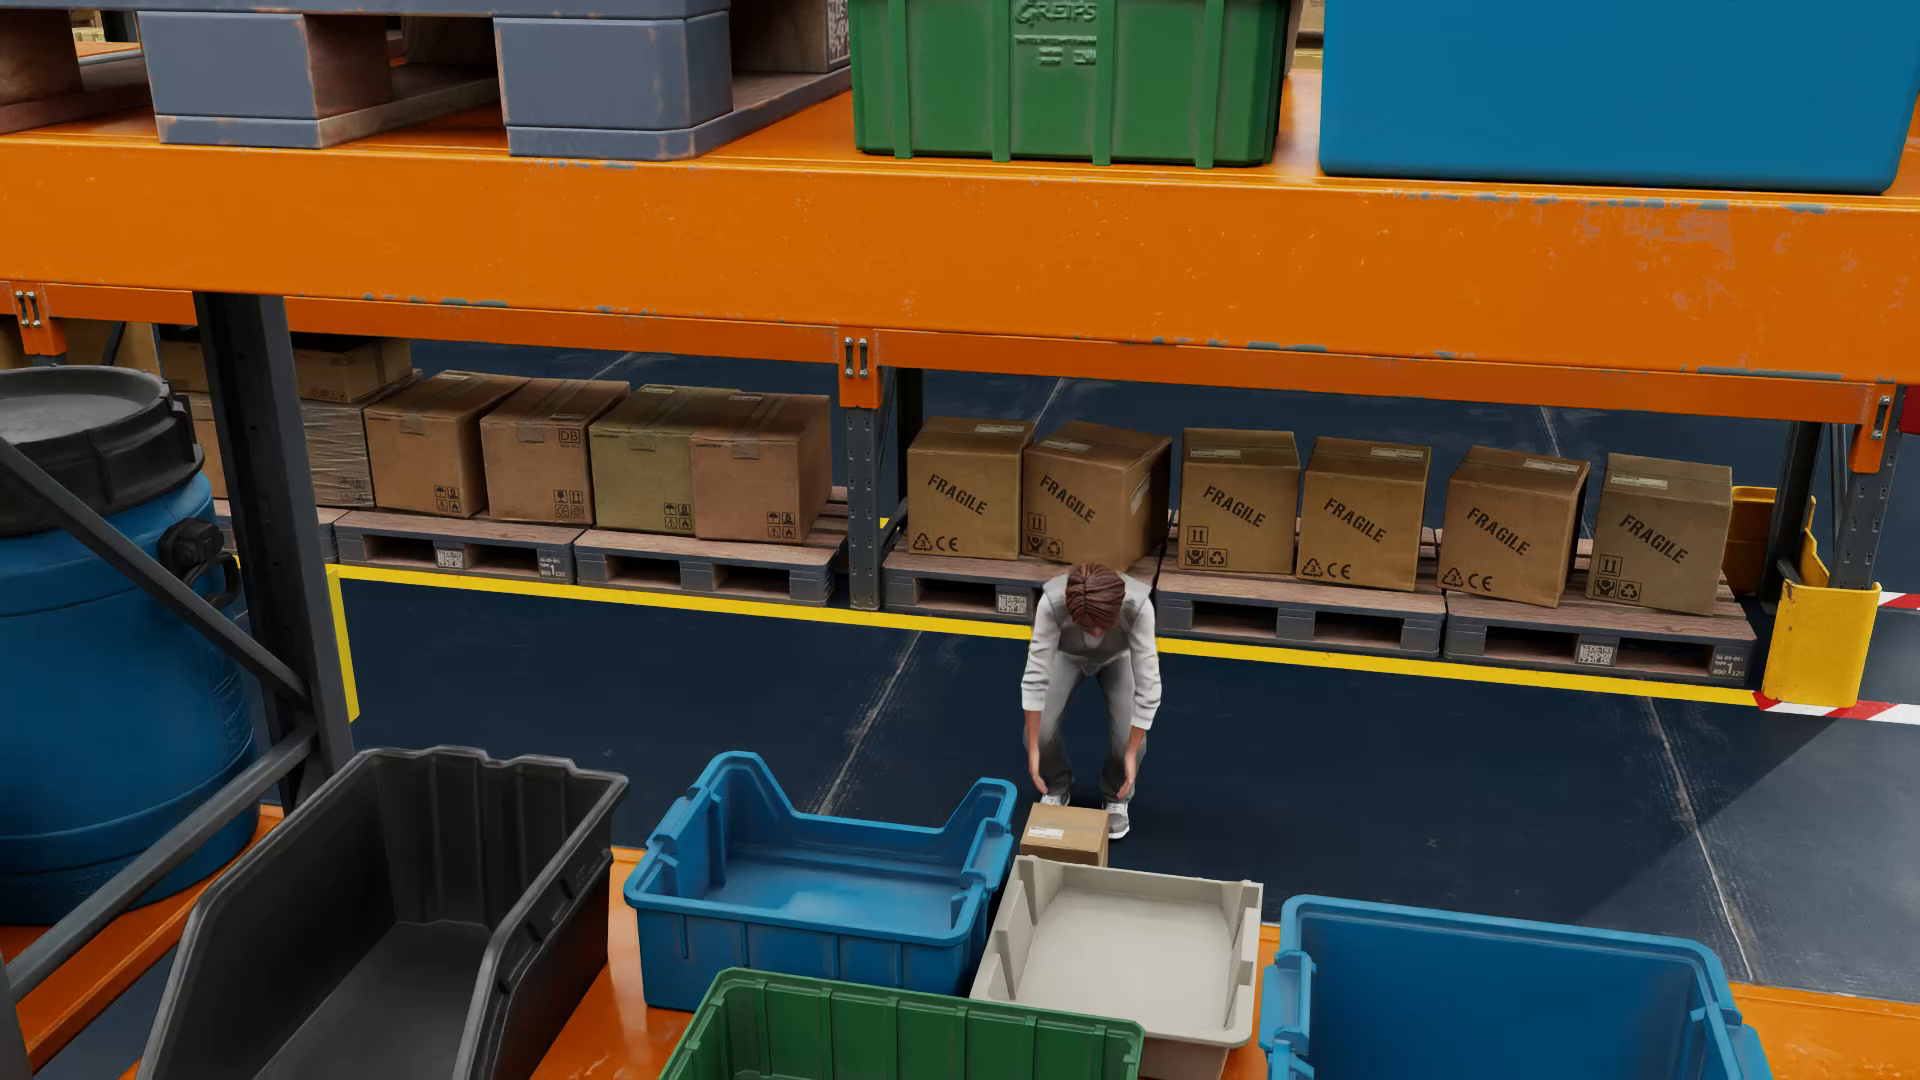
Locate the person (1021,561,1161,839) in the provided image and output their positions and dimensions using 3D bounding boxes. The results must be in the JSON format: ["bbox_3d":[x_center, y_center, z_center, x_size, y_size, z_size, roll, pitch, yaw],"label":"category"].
[{"bbox_3d":[-8.707,-2.549,6.540,19.232,6.004,24.894,4,22,11],"label":"person"}]
